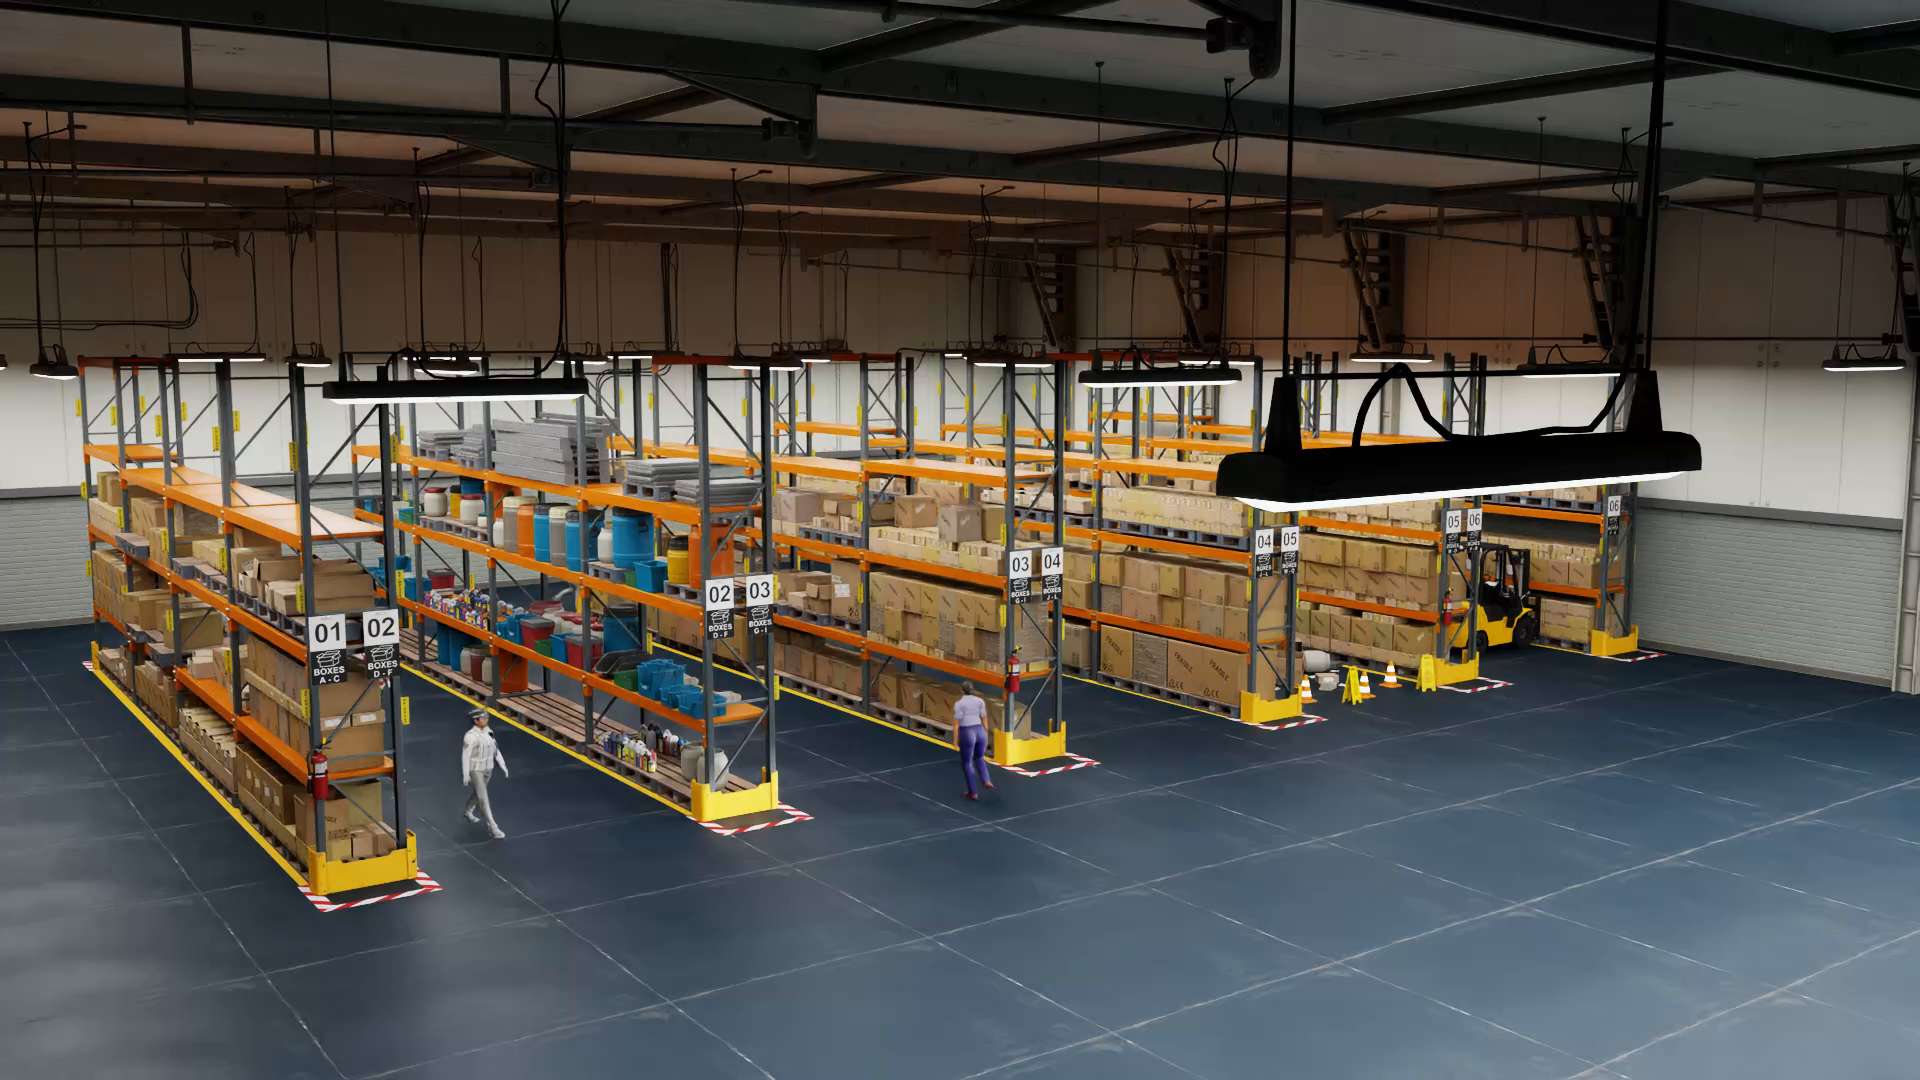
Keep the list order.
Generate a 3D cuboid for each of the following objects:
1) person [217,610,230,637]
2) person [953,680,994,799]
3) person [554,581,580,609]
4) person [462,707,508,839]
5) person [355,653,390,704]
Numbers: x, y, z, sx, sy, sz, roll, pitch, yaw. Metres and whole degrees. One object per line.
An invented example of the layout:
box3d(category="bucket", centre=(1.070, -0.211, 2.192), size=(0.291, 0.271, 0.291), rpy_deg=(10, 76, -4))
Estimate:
box3d(category="person", centre=(-13.993, 1.708, 31.655), size=(0.560, 1.600, 0.737), rpy_deg=(-3, 8, -26))
box3d(category="person", centre=(0.179, 2.751, 22.933), size=(0.556, 1.628, 0.468), rpy_deg=(-4, 8, -28))
box3d(category="person", centre=(-9.106, 0.794, 38.839), size=(0.770, 1.650, 0.469), rpy_deg=(-2, 7, -15))
box3d(category="person", centre=(-6.114, 2.921, 21.284), size=(1.071, 1.612, 0.559), rpy_deg=(6, 9, 38))
box3d(category="person", centre=(-9.143, 2.307, 25.878), size=(0.627, 1.721, 1.050), rpy_deg=(-7, 10, -44))
